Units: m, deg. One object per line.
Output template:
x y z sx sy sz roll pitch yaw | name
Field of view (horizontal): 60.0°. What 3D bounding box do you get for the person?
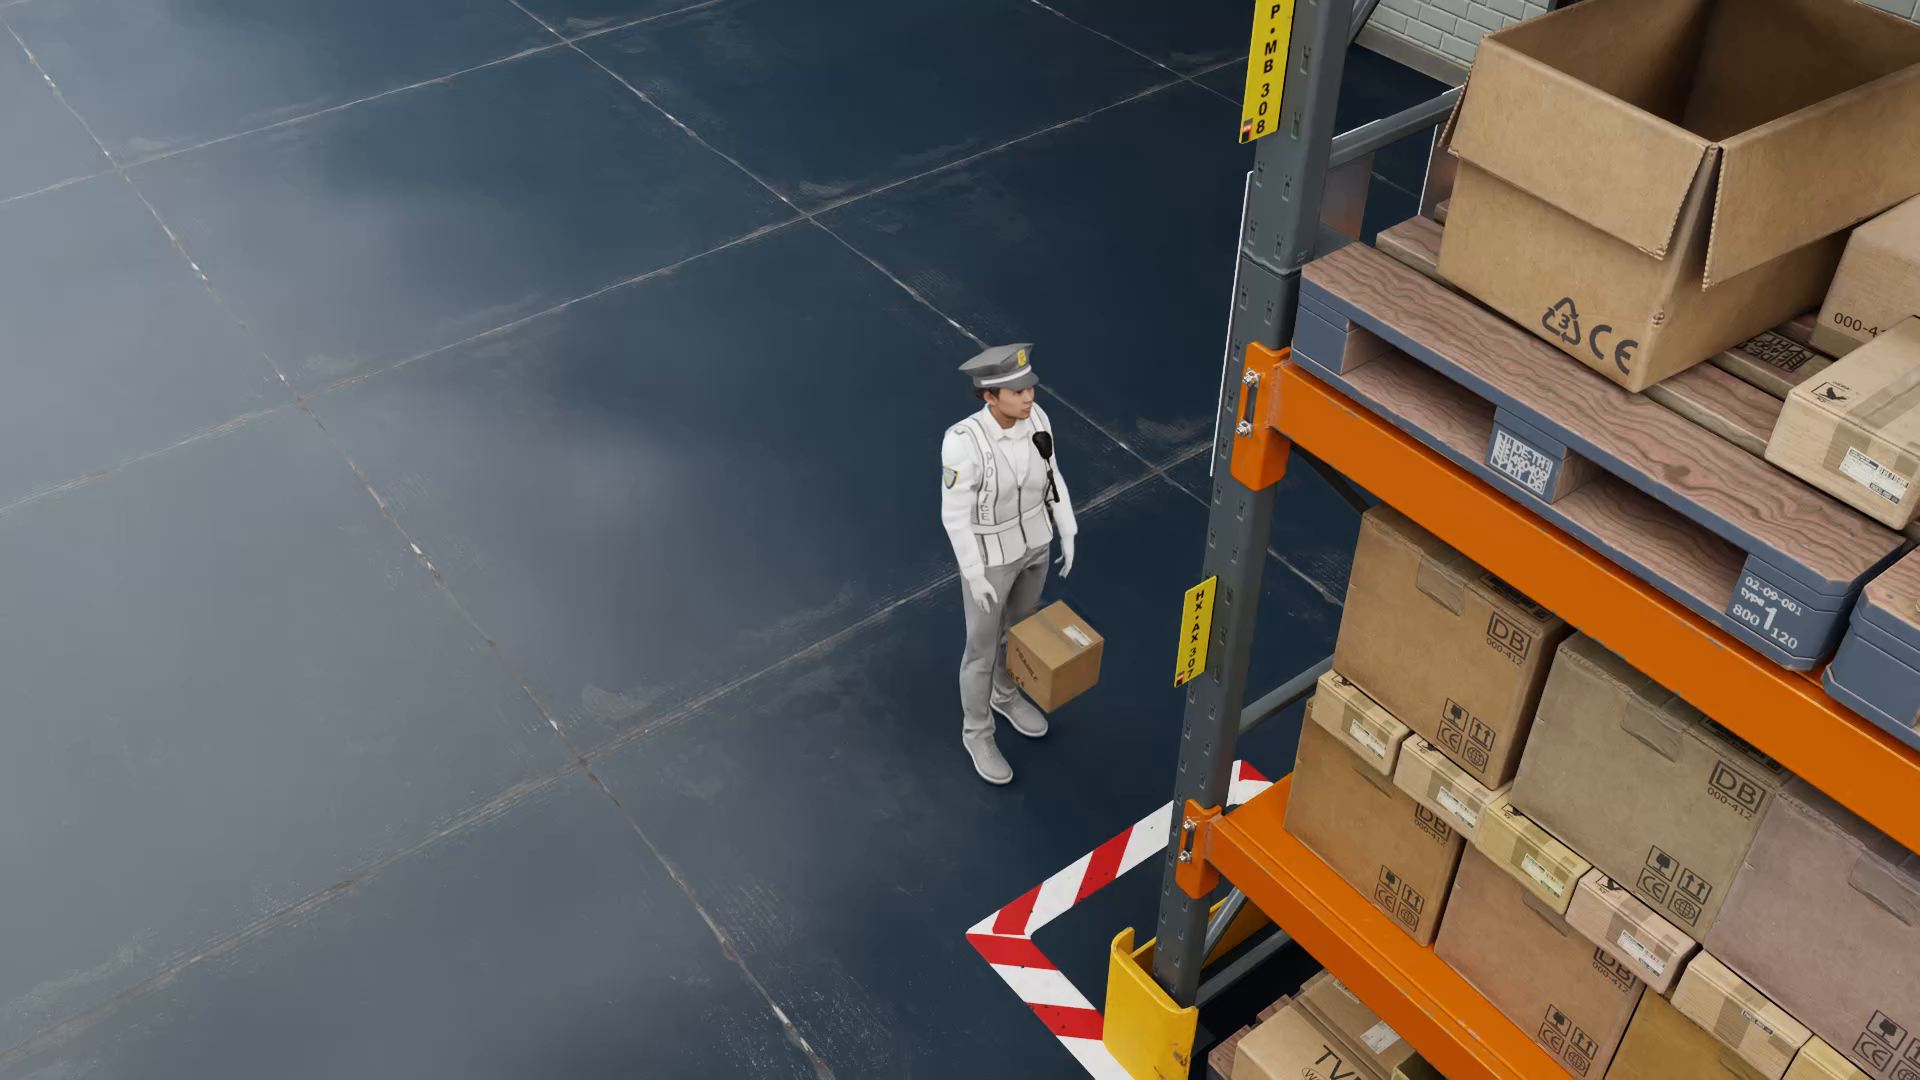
0.193 0.062 6.045 0.558 1.697 0.542 -26 47 -28 | person
